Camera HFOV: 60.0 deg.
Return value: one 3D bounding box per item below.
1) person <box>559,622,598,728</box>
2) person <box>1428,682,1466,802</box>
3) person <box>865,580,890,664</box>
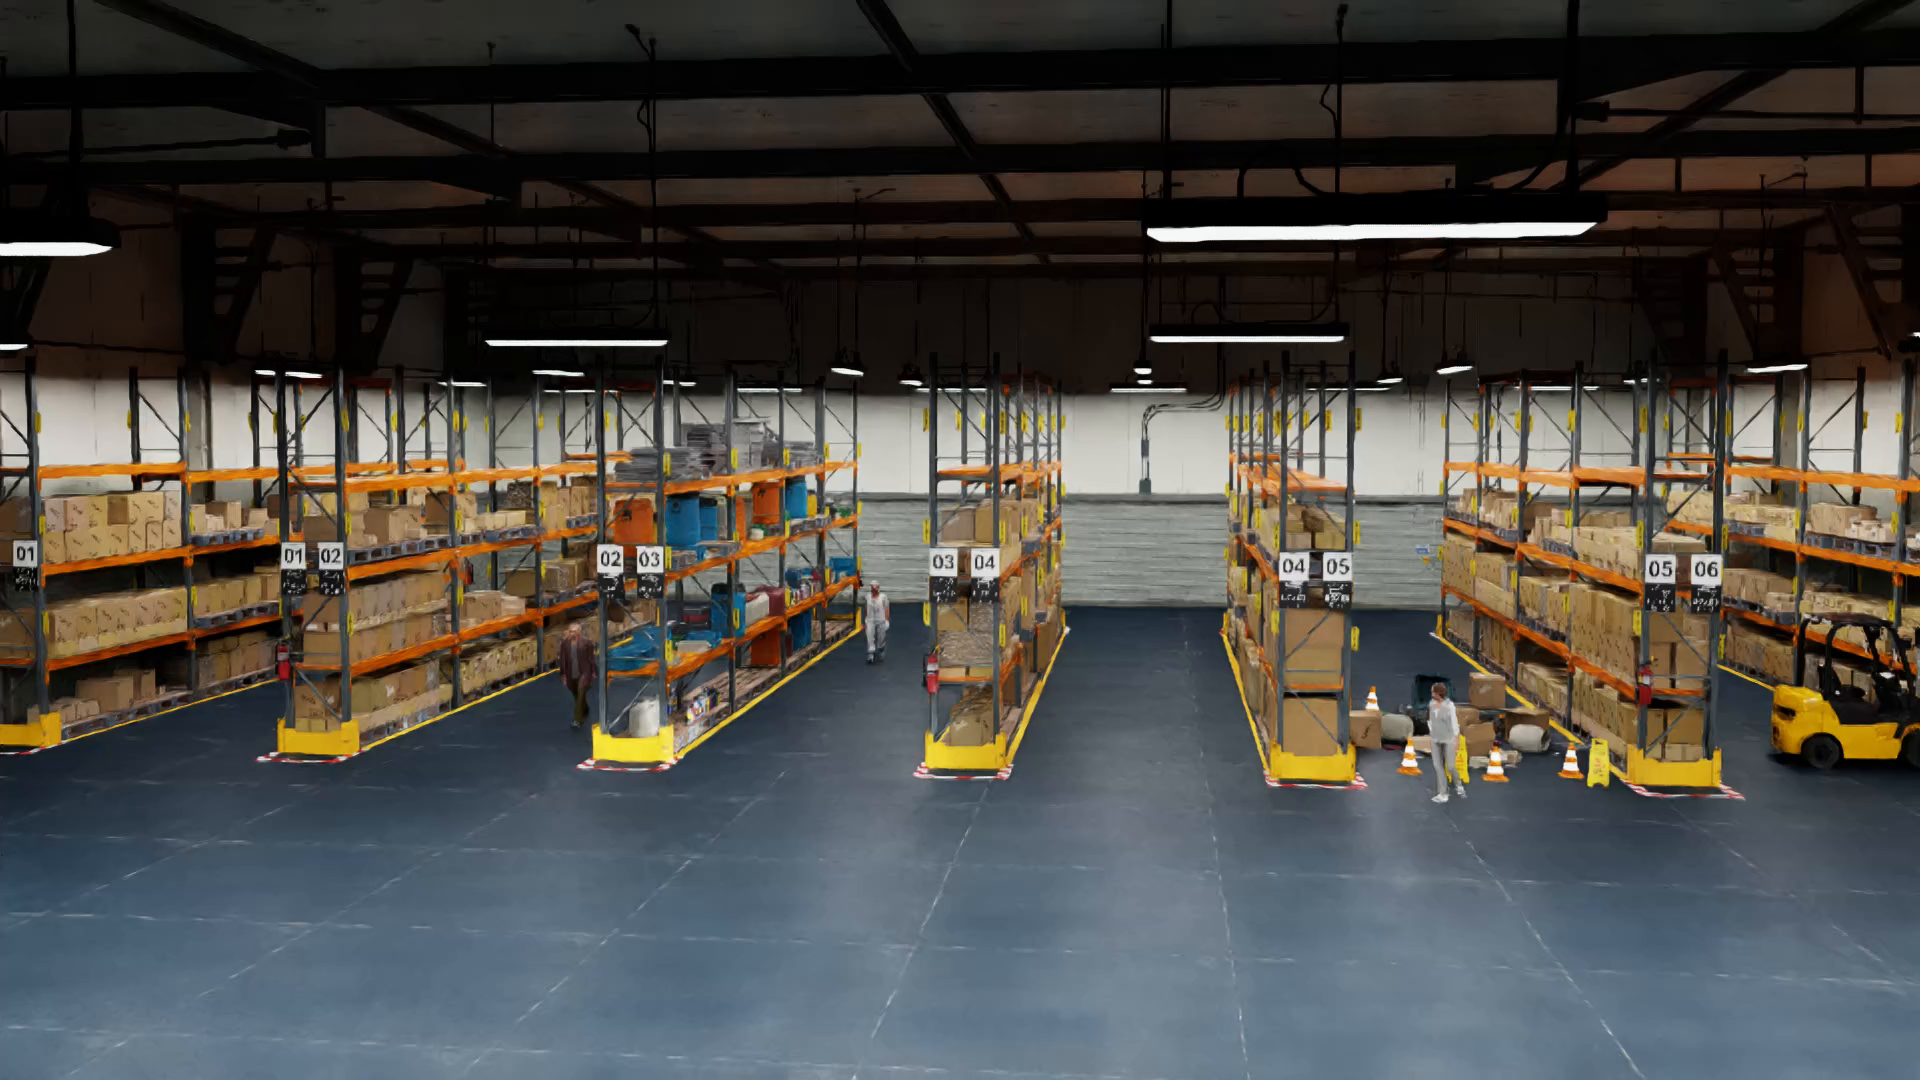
[{"bbox_3d":[-6.324,2.197,27.411,0.598,1.698,1.193,1,4,9],"label":"person"},{"bbox_3d":[6.436,2.659,21.999,0.502,1.589,0.473,-4,6,-44],"label":"person"},{"bbox_3d":[-1.740,1.685,34.641,0.567,1.736,1.044,0,4,6],"label":"person"}]
